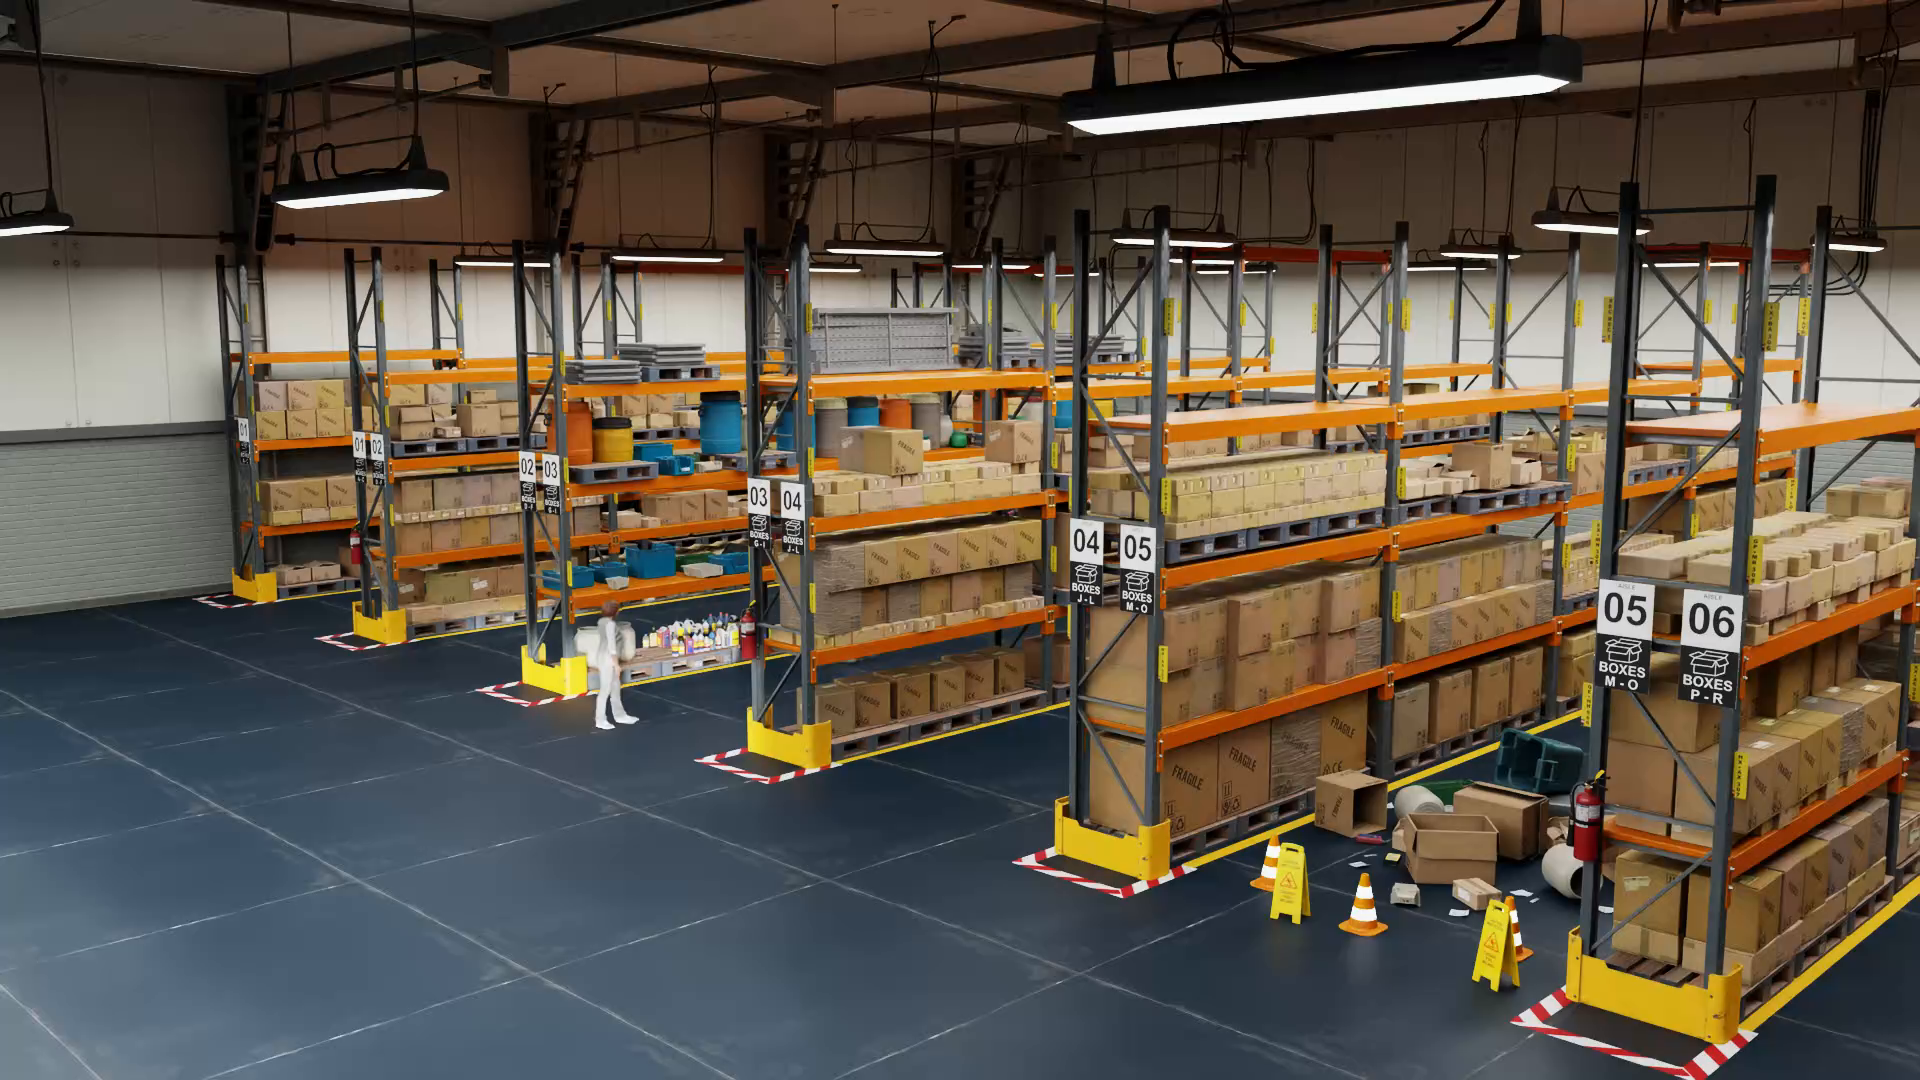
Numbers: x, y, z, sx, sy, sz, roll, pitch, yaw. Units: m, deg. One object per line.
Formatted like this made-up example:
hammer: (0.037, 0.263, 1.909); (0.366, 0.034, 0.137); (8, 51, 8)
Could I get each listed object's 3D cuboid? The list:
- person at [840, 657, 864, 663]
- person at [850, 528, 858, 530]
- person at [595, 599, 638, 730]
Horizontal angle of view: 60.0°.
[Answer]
person: (-1.616, 0.890, 24.065); (0.361, 1.814, 0.616); (4, 9, 27)
person: (-1.875, 0.346, 28.204); (0.523, 1.676, 0.351); (-4, 9, -29)
person: (-4.233, 1.511, 20.359); (0.510, 1.595, 0.465); (-1, 8, -9)
